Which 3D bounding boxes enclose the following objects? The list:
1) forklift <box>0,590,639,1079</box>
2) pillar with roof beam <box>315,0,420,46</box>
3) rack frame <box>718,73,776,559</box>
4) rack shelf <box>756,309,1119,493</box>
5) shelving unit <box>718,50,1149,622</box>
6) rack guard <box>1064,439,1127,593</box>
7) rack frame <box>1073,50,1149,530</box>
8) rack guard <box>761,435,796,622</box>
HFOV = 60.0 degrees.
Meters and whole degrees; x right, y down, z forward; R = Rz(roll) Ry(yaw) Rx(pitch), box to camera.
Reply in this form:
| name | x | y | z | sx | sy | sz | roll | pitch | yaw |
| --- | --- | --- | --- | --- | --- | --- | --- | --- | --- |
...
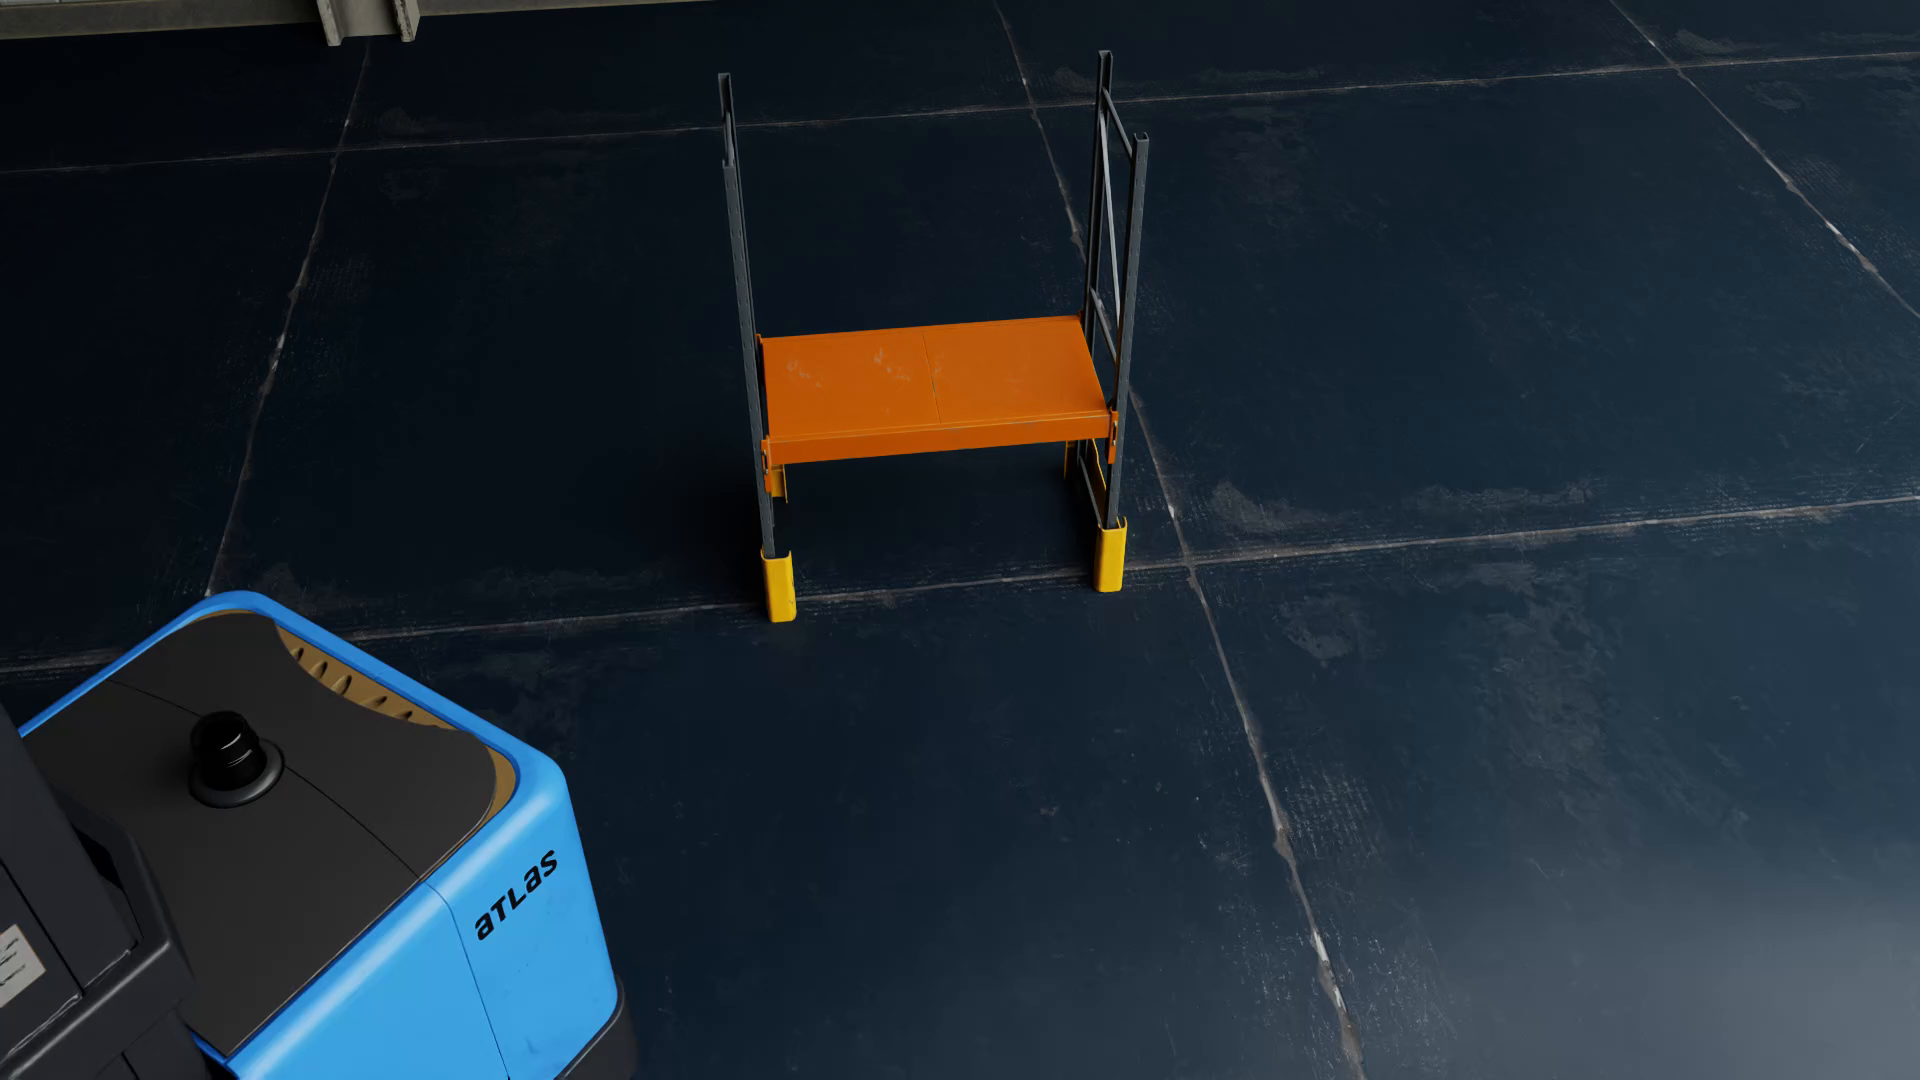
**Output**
| name | x | y | z | sx | sy | sz | roll | pitch | yaw |
| --- | --- | --- | --- | --- | --- | --- | --- | --- | --- |
| forklift | -1.965 | 0.795 | 2.180 | 1.130 | 2.935 | 3.031 | 24 | 47 | 24 |
| pillar with roof beam | -2.244 | -2.927 | 1.777 | 0.400 | 9.000 | 9.100 | -5 | 42 | -6 |
| rack frame | -0.589 | -0.505 | 4.691 | 0.032 | 1.500 | 0.500 | -5 | 42 | -6 |
| rack shelf | -0.085 | -0.416 | 4.860 | 1.000 | 0.185 | 0.538 | -5 | 42 | -6 |
| shelving unit | -0.076 | -0.550 | 4.740 | 1.083 | 1.500 | 0.587 | -5 | 42 | -6 |
| rack guard | 0.418 | -0.129 | 5.207 | 0.087 | 0.250 | 0.587 | -5 | 42 | -6 |
| rack frame | 0.419 | -0.594 | 4.788 | 0.032 | 1.500 | 0.500 | -5 | 42 | -6 |
| rack guard | -0.569 | -0.043 | 5.111 | 0.087 | 0.250 | 0.587 | -5 | 42 | -6 |
